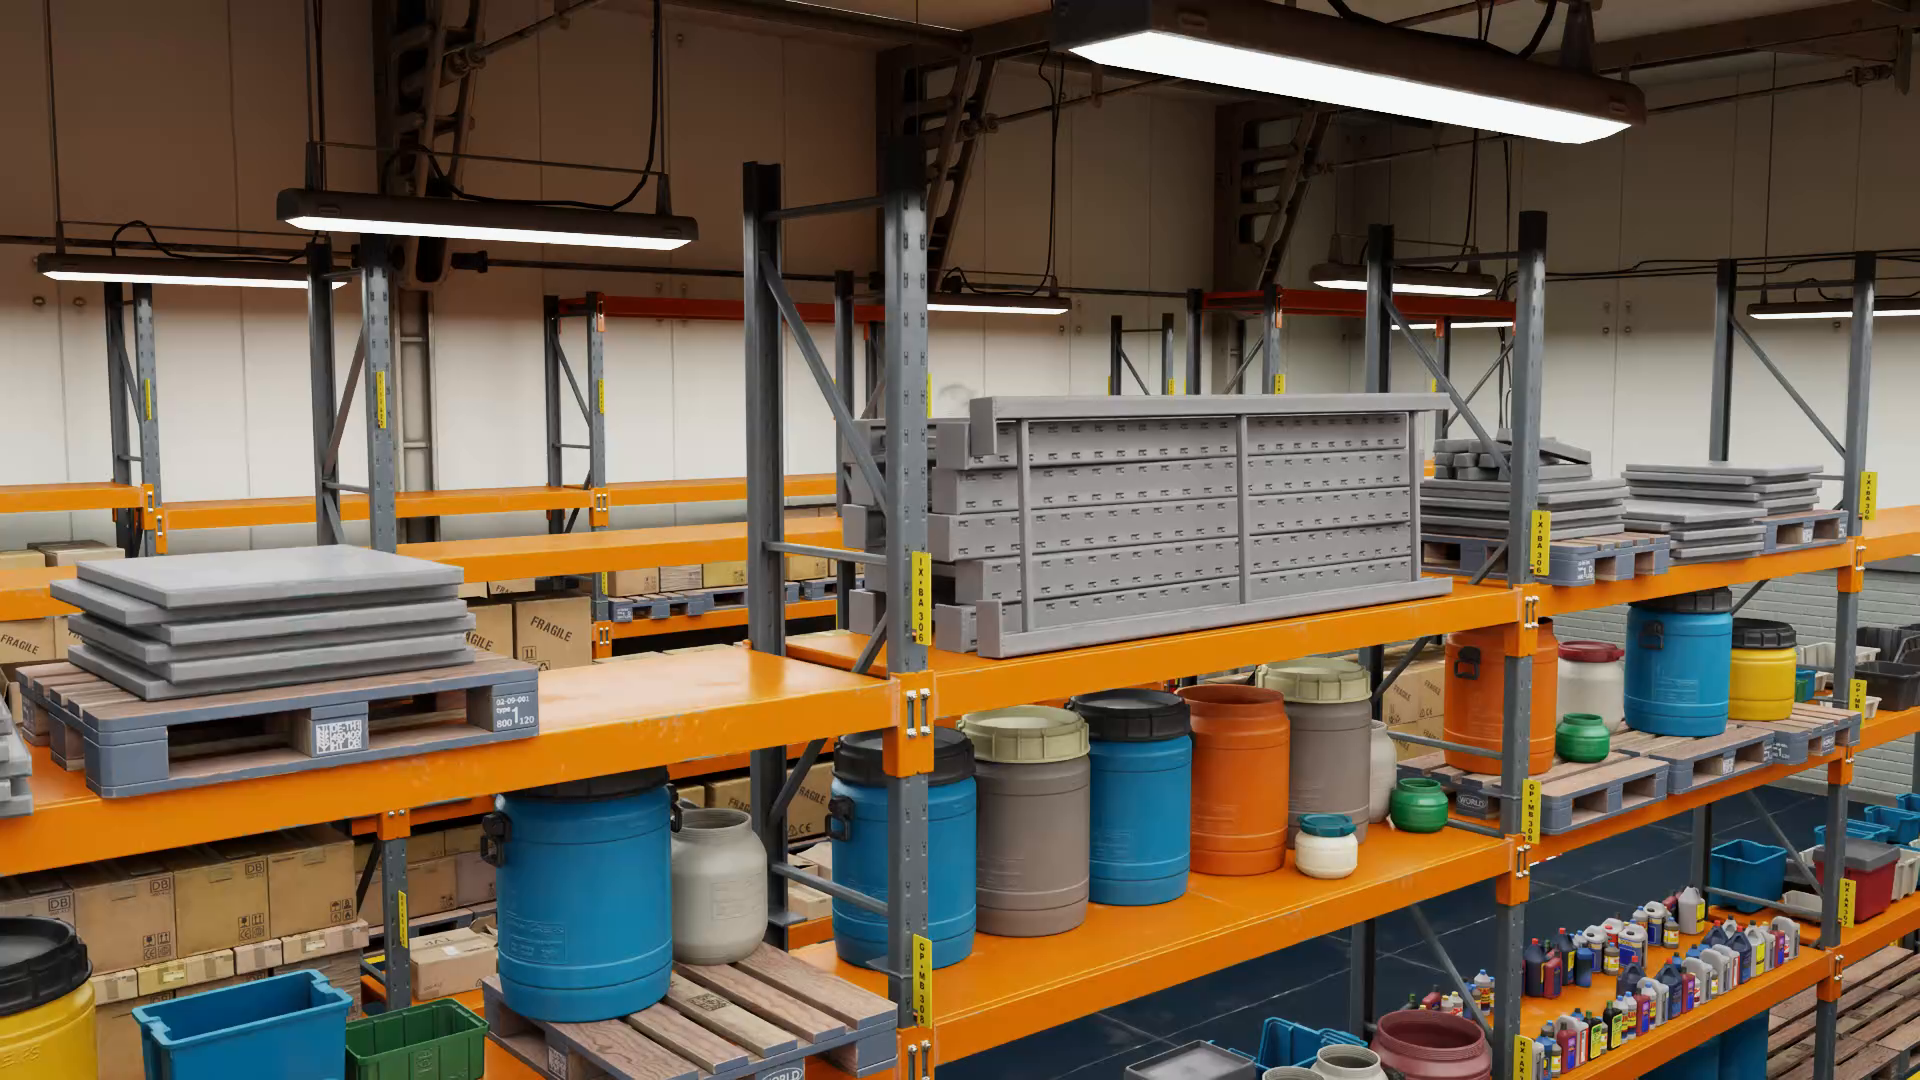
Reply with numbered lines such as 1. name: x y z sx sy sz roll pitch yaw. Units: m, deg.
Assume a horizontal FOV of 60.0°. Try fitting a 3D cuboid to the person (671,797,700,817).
1. person: -2.334 2.990 13.621 0.689 1.821 0.642 -5 7 -40
